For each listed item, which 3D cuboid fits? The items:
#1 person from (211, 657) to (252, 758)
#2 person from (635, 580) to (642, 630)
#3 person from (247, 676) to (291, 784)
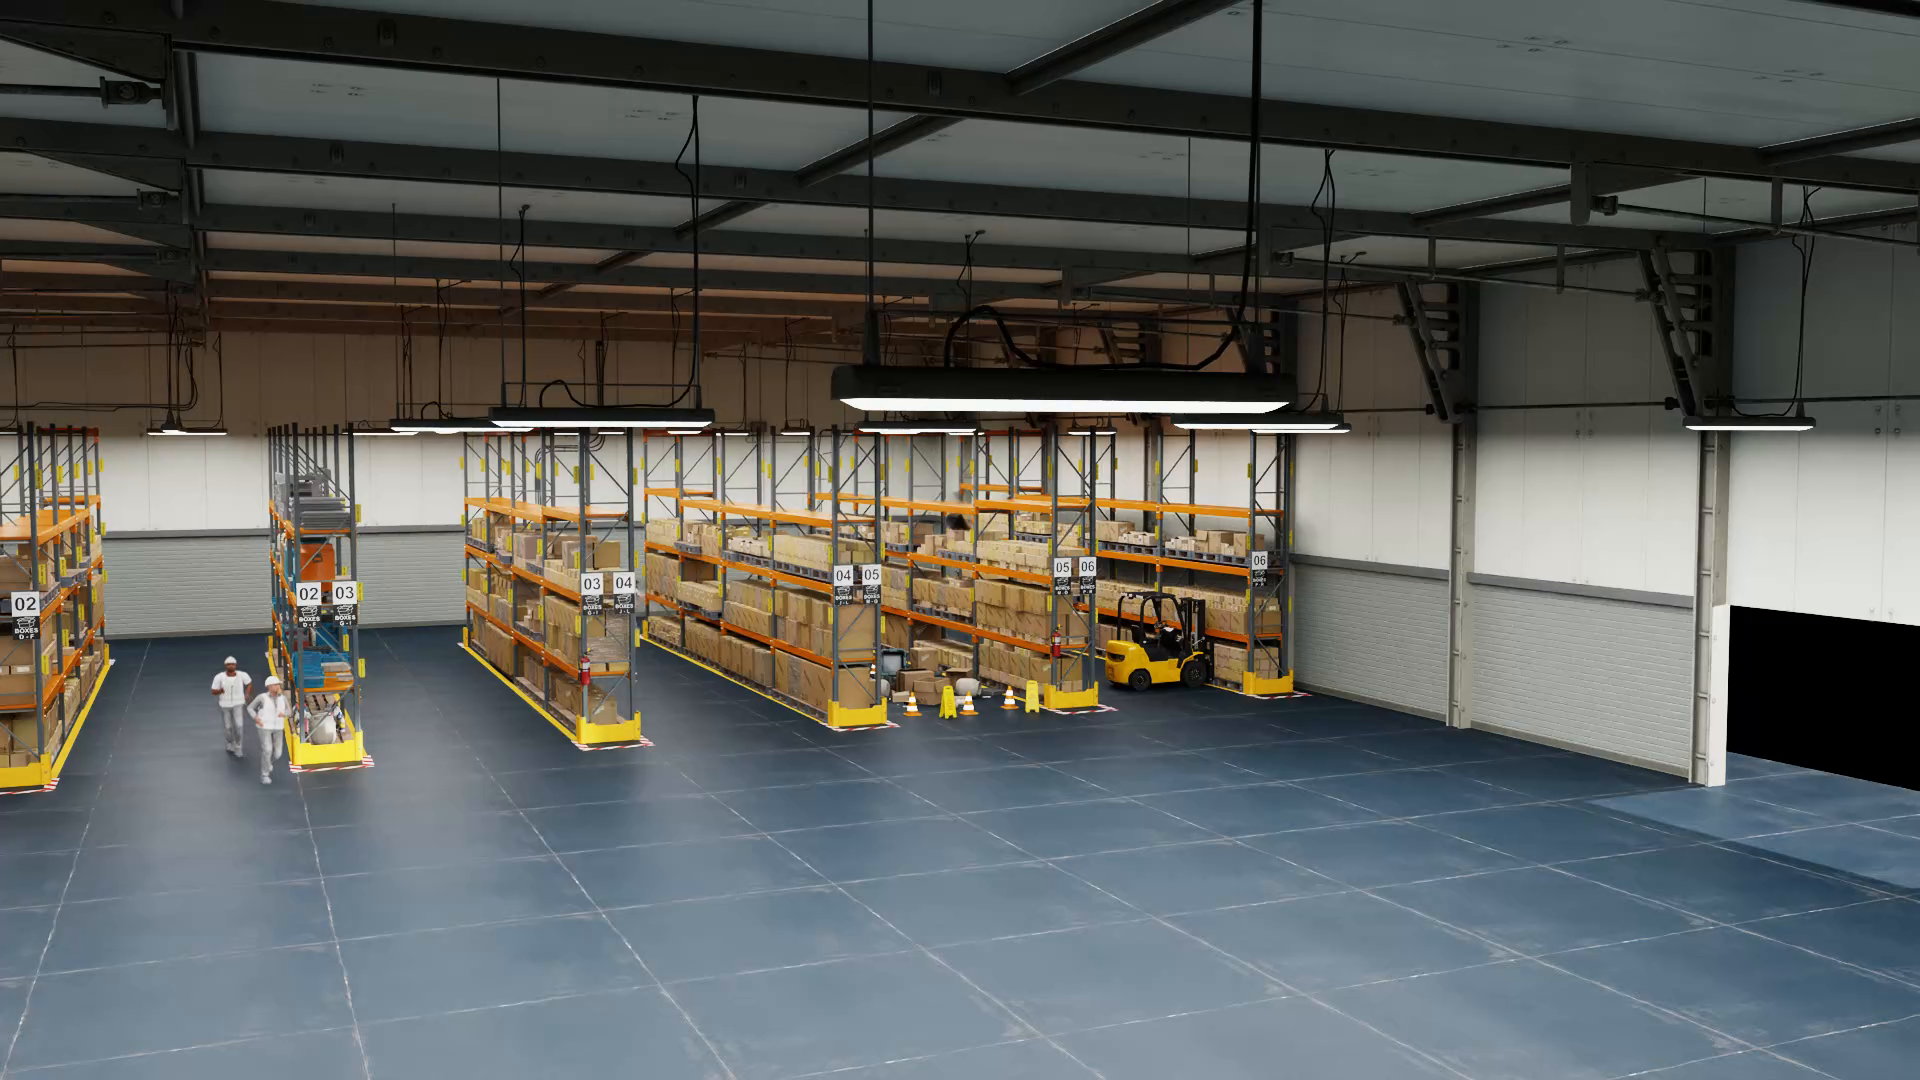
[{"bbox_3d":[-13.115,3.013,29.966,0.672,1.820,0.708,-1,4,-22],"label":"person"},{"bbox_3d":[-9.790,1.950,48.833,0.787,1.616,0.717,-1,4,-23],"label":"person"},{"bbox_3d":[-11.587,3.166,27.990,0.852,1.744,0.683,3,5,42],"label":"person"}]
